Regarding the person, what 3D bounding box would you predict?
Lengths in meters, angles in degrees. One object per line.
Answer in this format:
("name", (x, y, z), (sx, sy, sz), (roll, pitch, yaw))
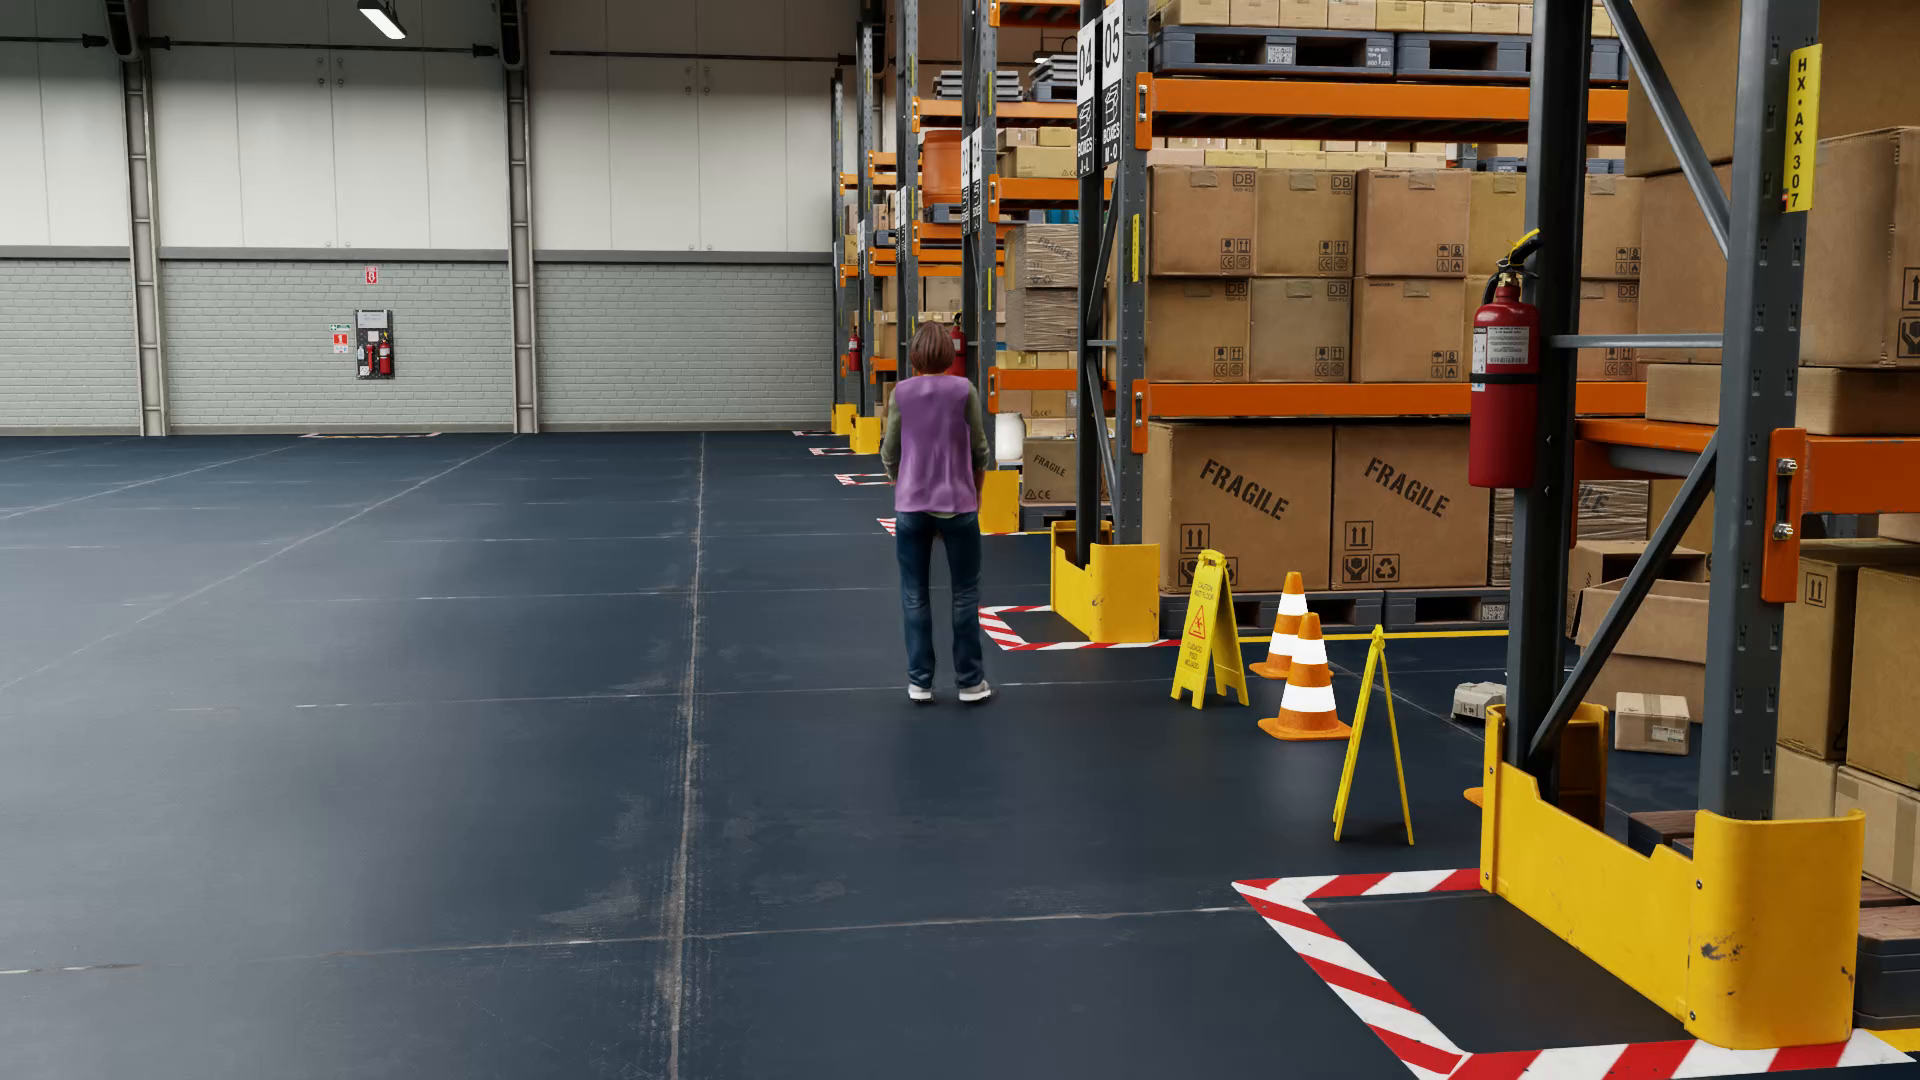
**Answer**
("person", (-0.100, -0.107, 7.006), (0.455, 1.579, 0.416), (1, 7, 4))
